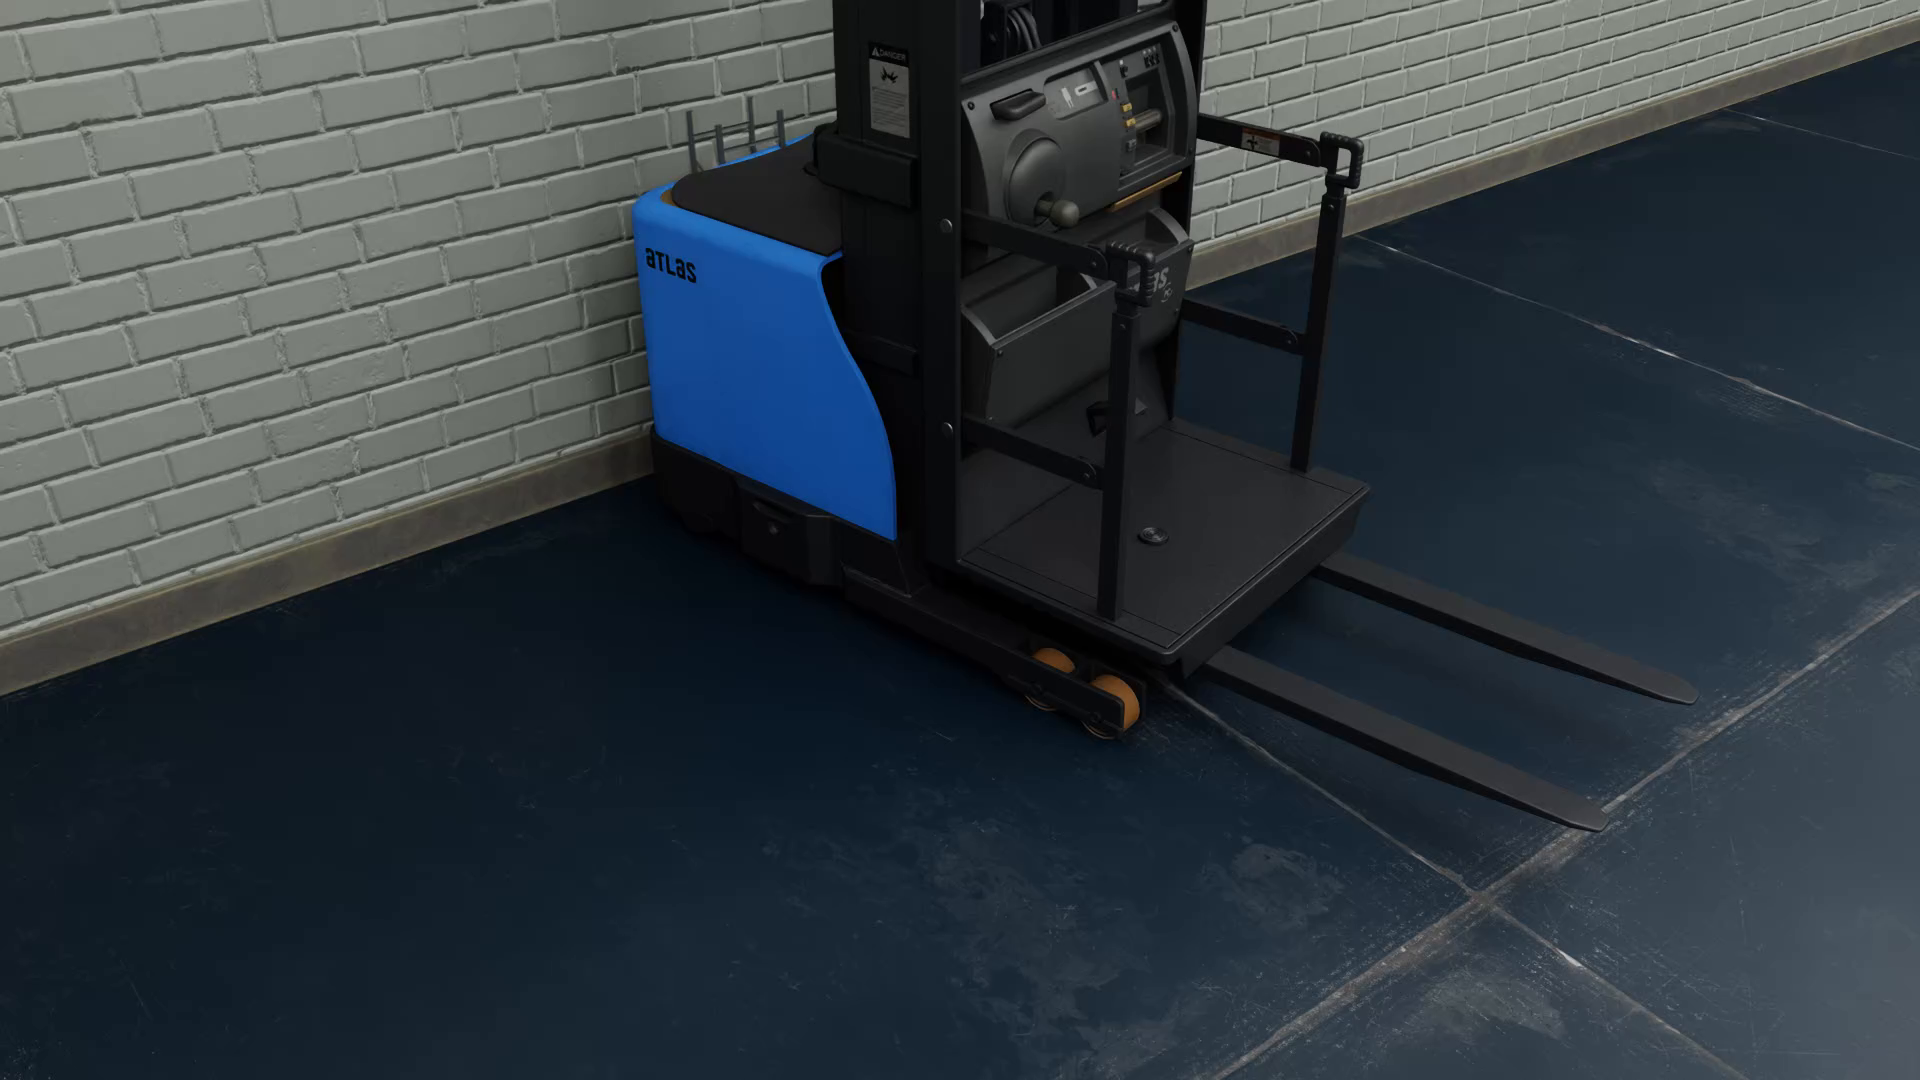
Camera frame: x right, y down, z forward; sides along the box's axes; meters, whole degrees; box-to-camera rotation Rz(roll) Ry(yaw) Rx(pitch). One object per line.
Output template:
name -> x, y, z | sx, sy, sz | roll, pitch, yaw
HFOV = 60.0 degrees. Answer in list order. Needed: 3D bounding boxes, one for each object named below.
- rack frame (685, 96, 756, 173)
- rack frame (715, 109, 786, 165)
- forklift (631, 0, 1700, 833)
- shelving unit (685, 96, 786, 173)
rack frame -> -0.745, -0.855, 5.517 | 0.240, 1.200, 0.006 | -23, 38, -31
rack frame -> -0.633, -0.780, 5.393 | 0.240, 1.200, 0.006 | -23, 38, -31
forklift -> 0.488, -1.036, 4.139 | 3.031, 2.935, 1.130 | 23, 39, 32
shelving unit -> -0.689, -0.817, 5.455 | 0.258, 1.200, 0.189 | -23, 38, -31
